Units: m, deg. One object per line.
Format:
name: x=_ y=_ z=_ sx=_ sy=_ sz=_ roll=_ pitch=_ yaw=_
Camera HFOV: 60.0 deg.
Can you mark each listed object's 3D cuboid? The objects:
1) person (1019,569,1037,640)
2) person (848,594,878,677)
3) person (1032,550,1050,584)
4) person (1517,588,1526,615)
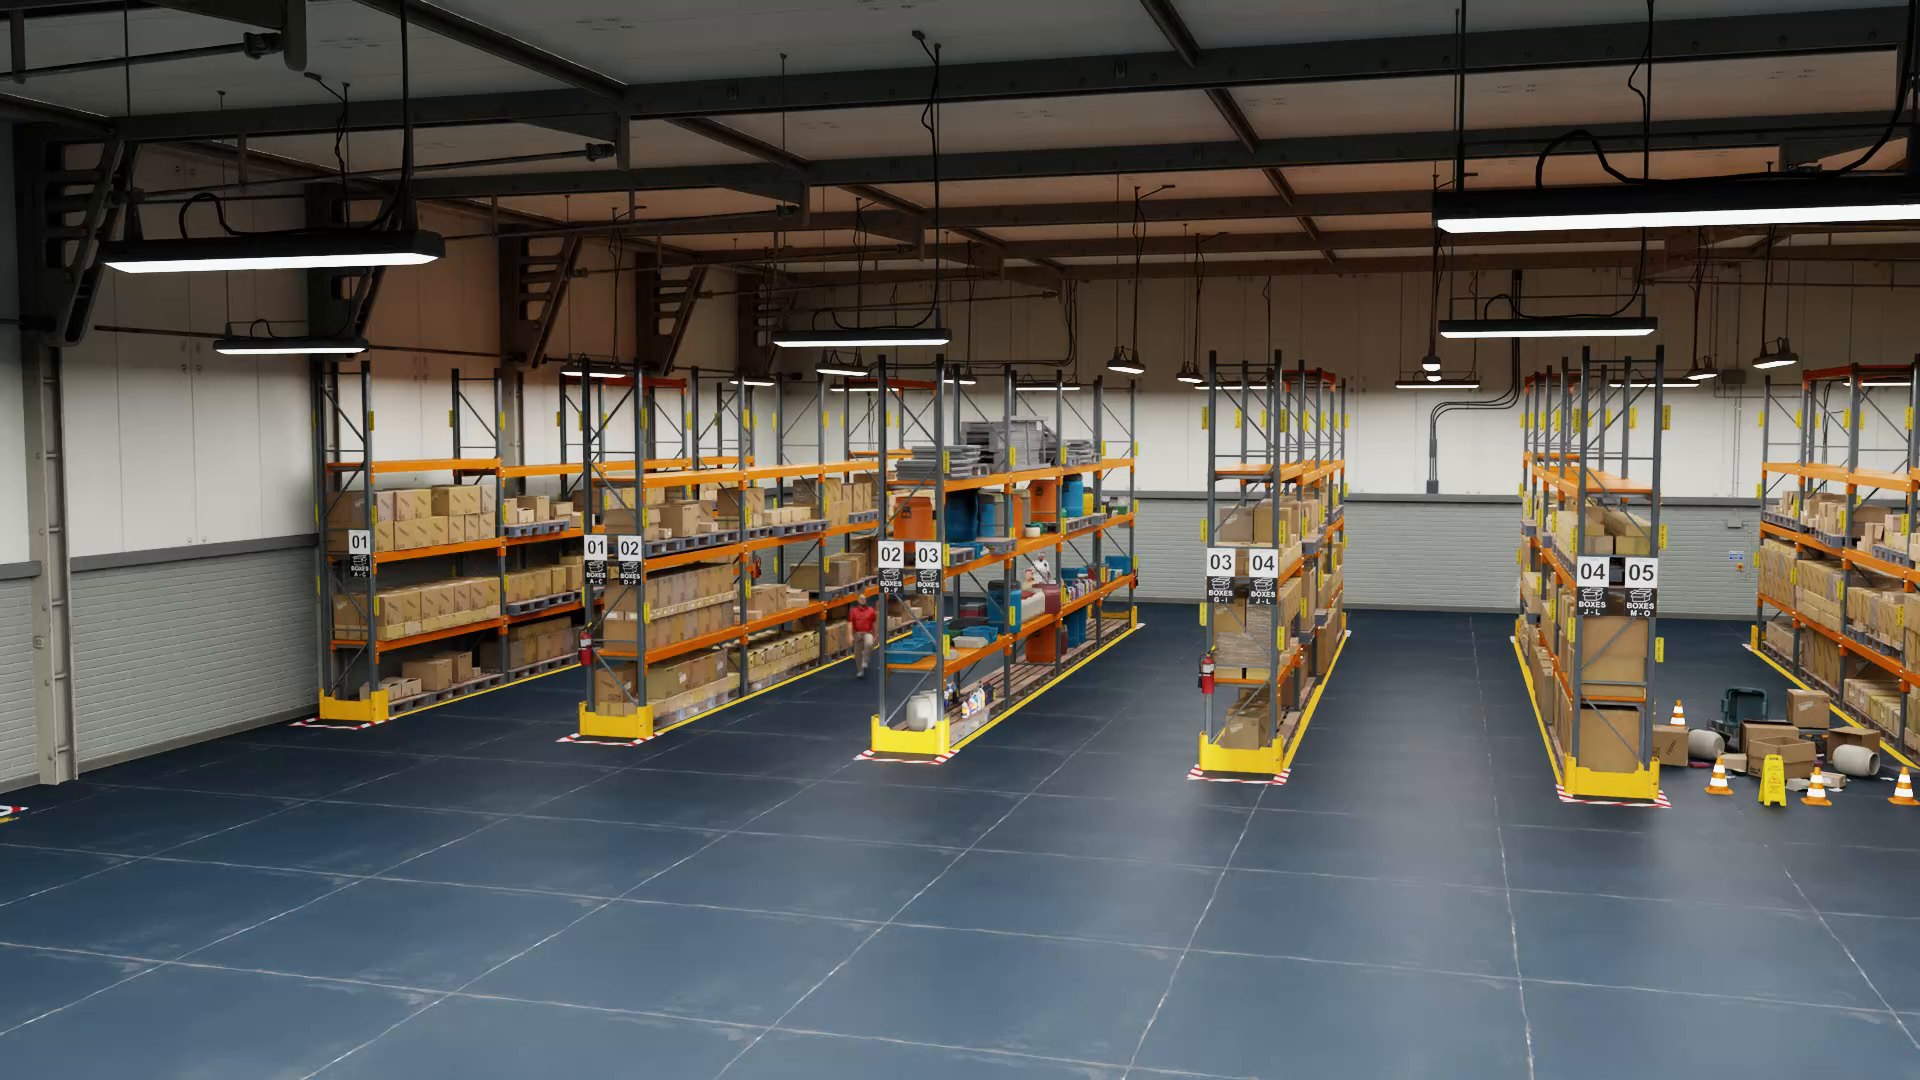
person: x=1.596 y=1.470 z=38.032 sx=0.516 sy=1.620 sz=0.980 roll=3 pitch=5 yaw=39
person: x=-1.872 y=1.862 z=31.935 sx=0.566 sy=1.643 sz=1.026 roll=1 pitch=4 yaw=9
person: x=2.110 y=1.104 z=42.775 sx=0.522 sy=1.691 sz=0.419 roll=-2 pitch=5 yaw=-30
person: x=13.256 y=1.385 z=38.743 sx=0.528 sy=1.694 sz=0.368 roll=1 pitch=4 yaw=16
